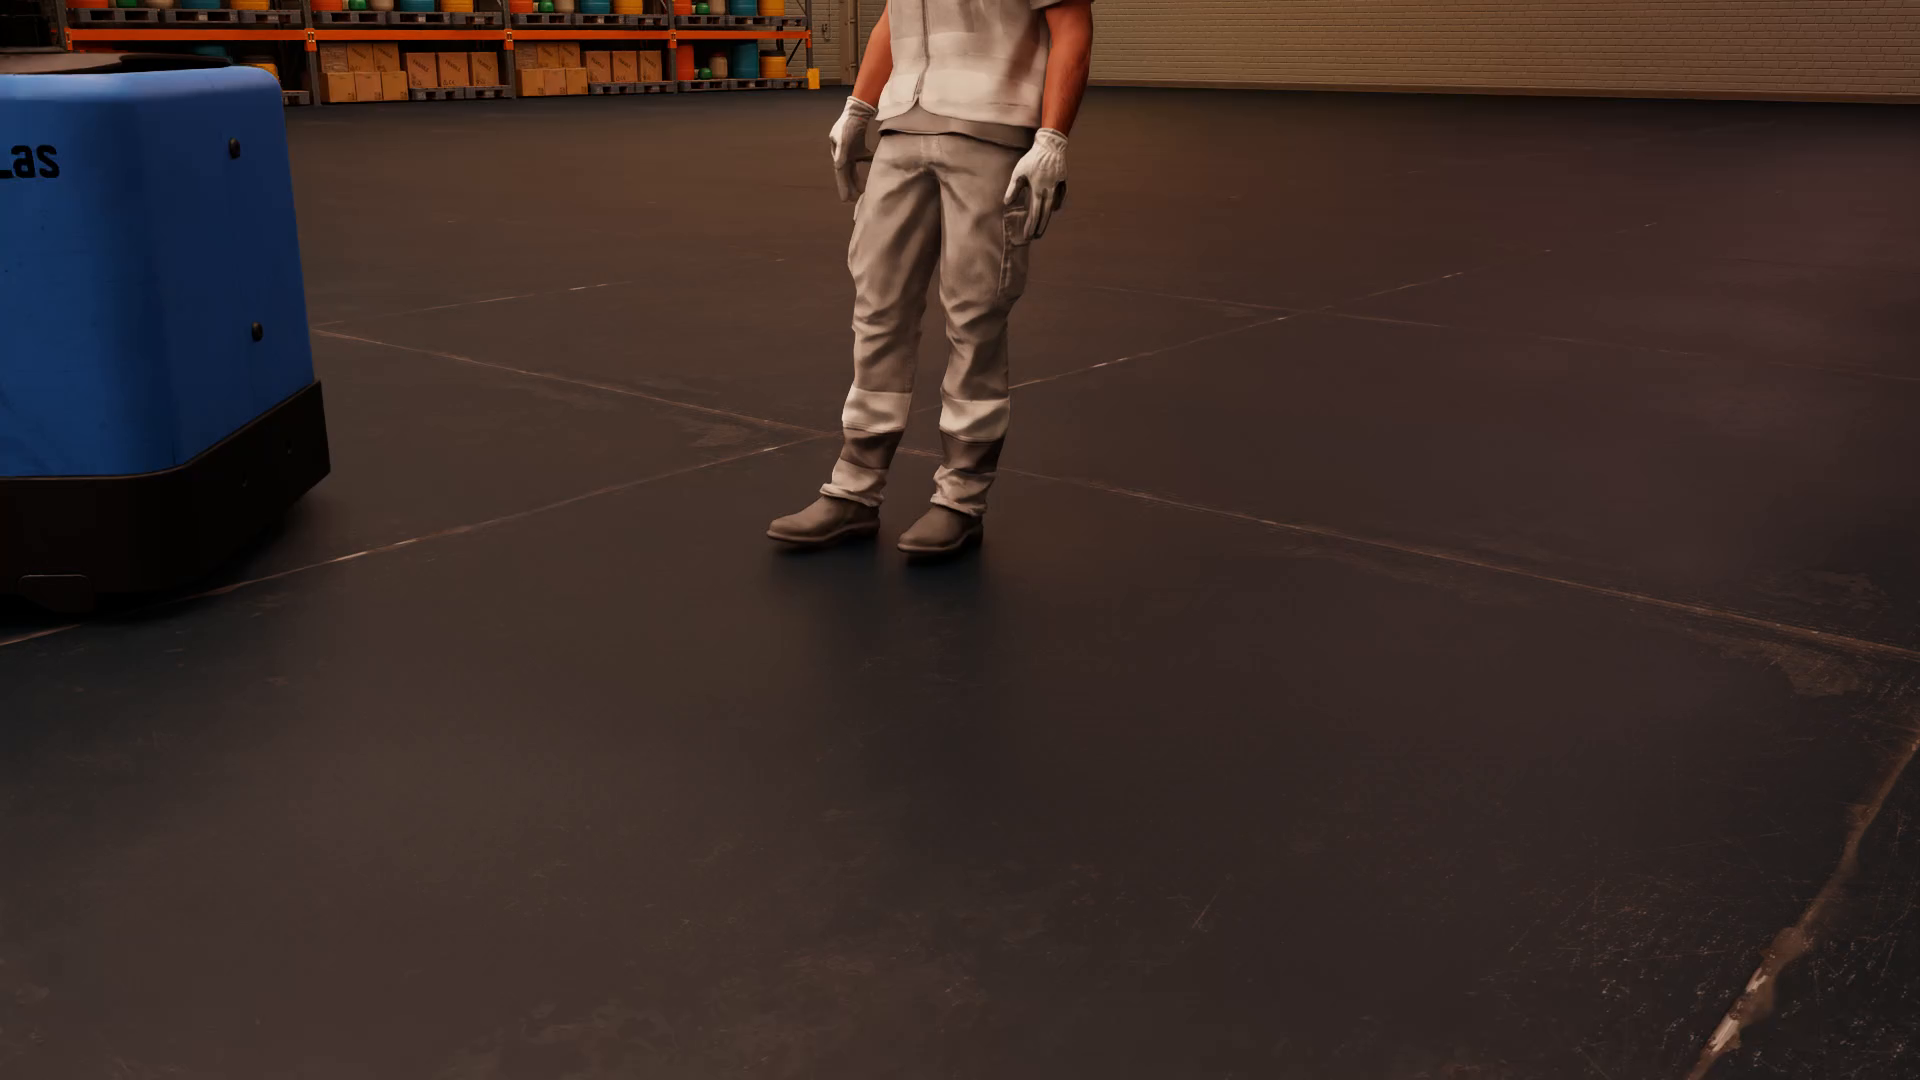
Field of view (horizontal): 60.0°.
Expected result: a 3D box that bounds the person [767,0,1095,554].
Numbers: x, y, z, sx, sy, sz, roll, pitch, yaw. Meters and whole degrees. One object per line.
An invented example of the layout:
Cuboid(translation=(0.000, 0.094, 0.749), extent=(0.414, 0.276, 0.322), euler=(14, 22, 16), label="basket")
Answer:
Cuboid(translation=(-0.060, -0.847, 3.628), extent=(0.638, 1.787, 0.564), euler=(13, 21, 37), label="person")

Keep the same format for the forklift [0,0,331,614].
Cuboid(translation=(-3.101, -1.356, 3.362), extent=(3.031, 2.935, 1.130), euler=(-1, 17, -3), label="forklift")
